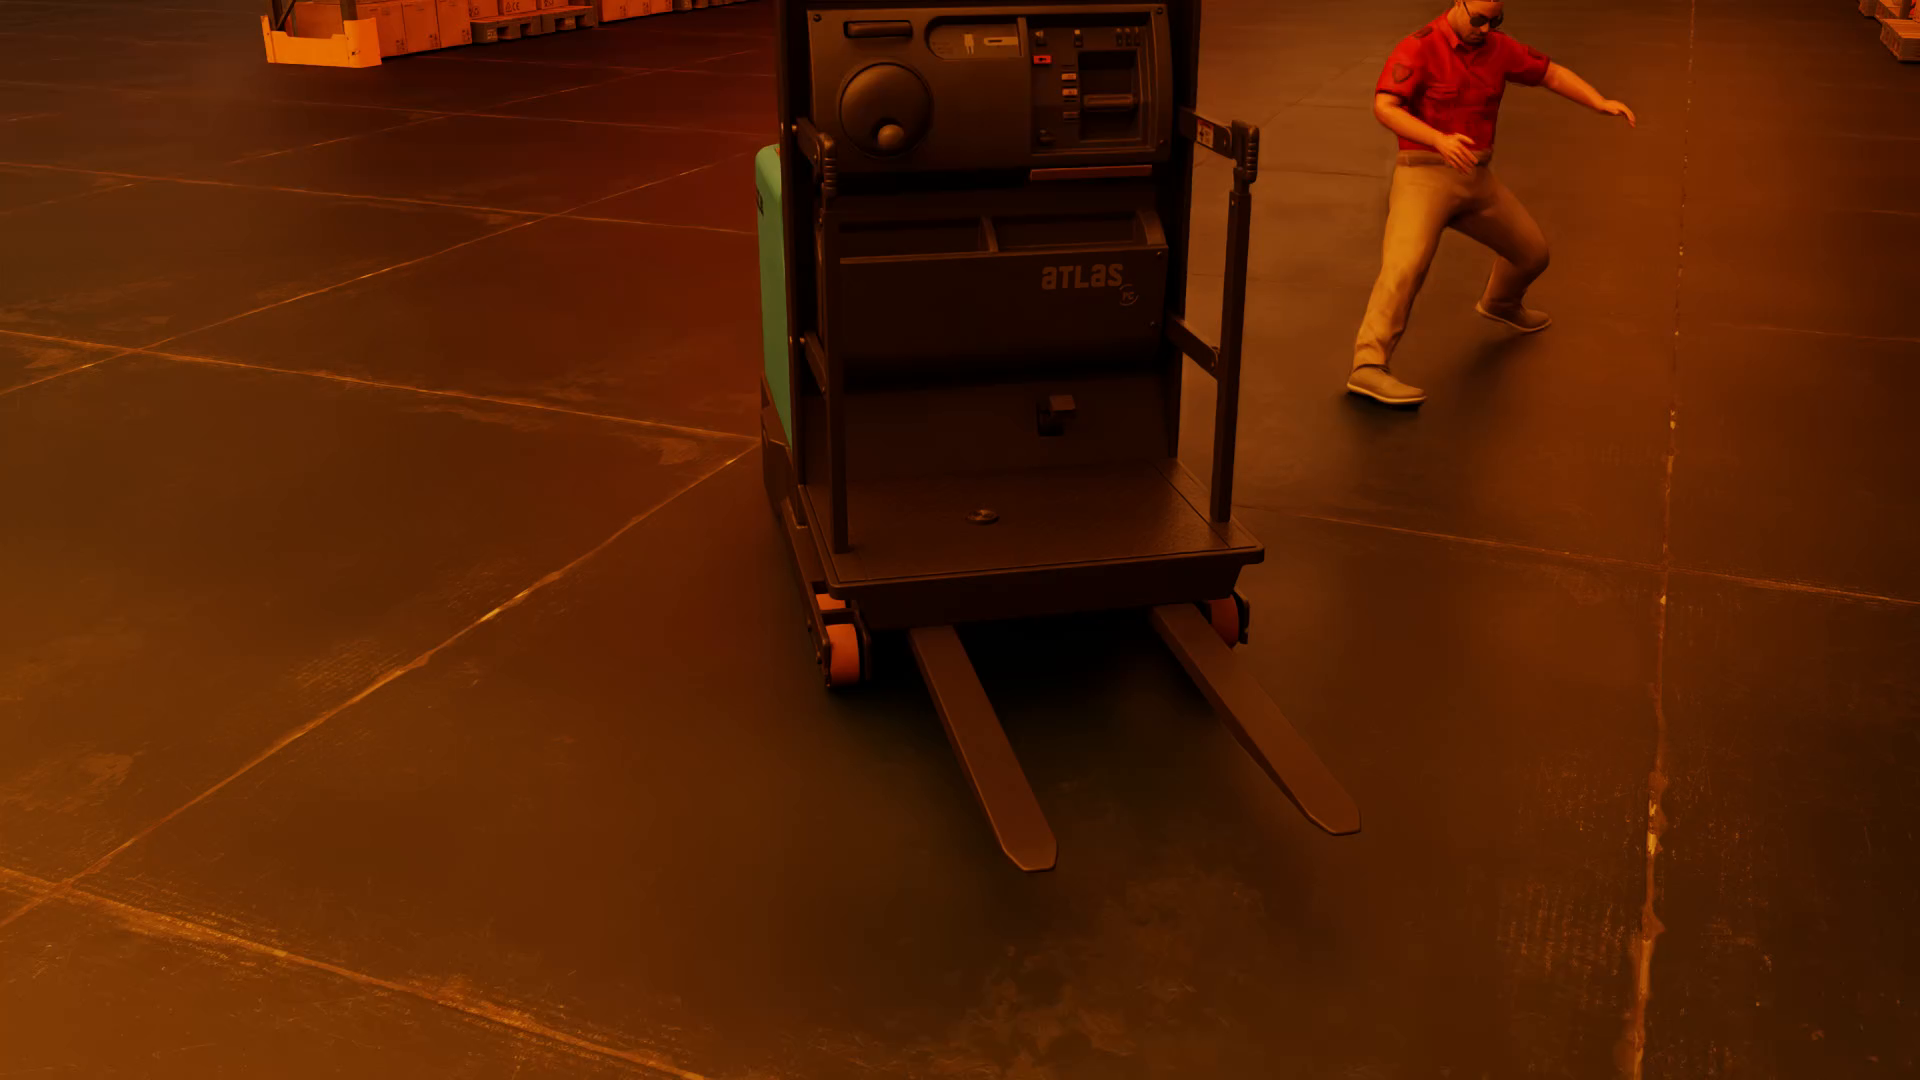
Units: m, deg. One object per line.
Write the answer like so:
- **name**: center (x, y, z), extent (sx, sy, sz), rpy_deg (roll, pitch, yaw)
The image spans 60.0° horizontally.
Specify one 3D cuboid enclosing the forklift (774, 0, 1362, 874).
- **forklift**: center (0.151, -1.078, 3.954), extent (1.101, 2.867, 2.884), rpy_deg (-5, 23, -11)
